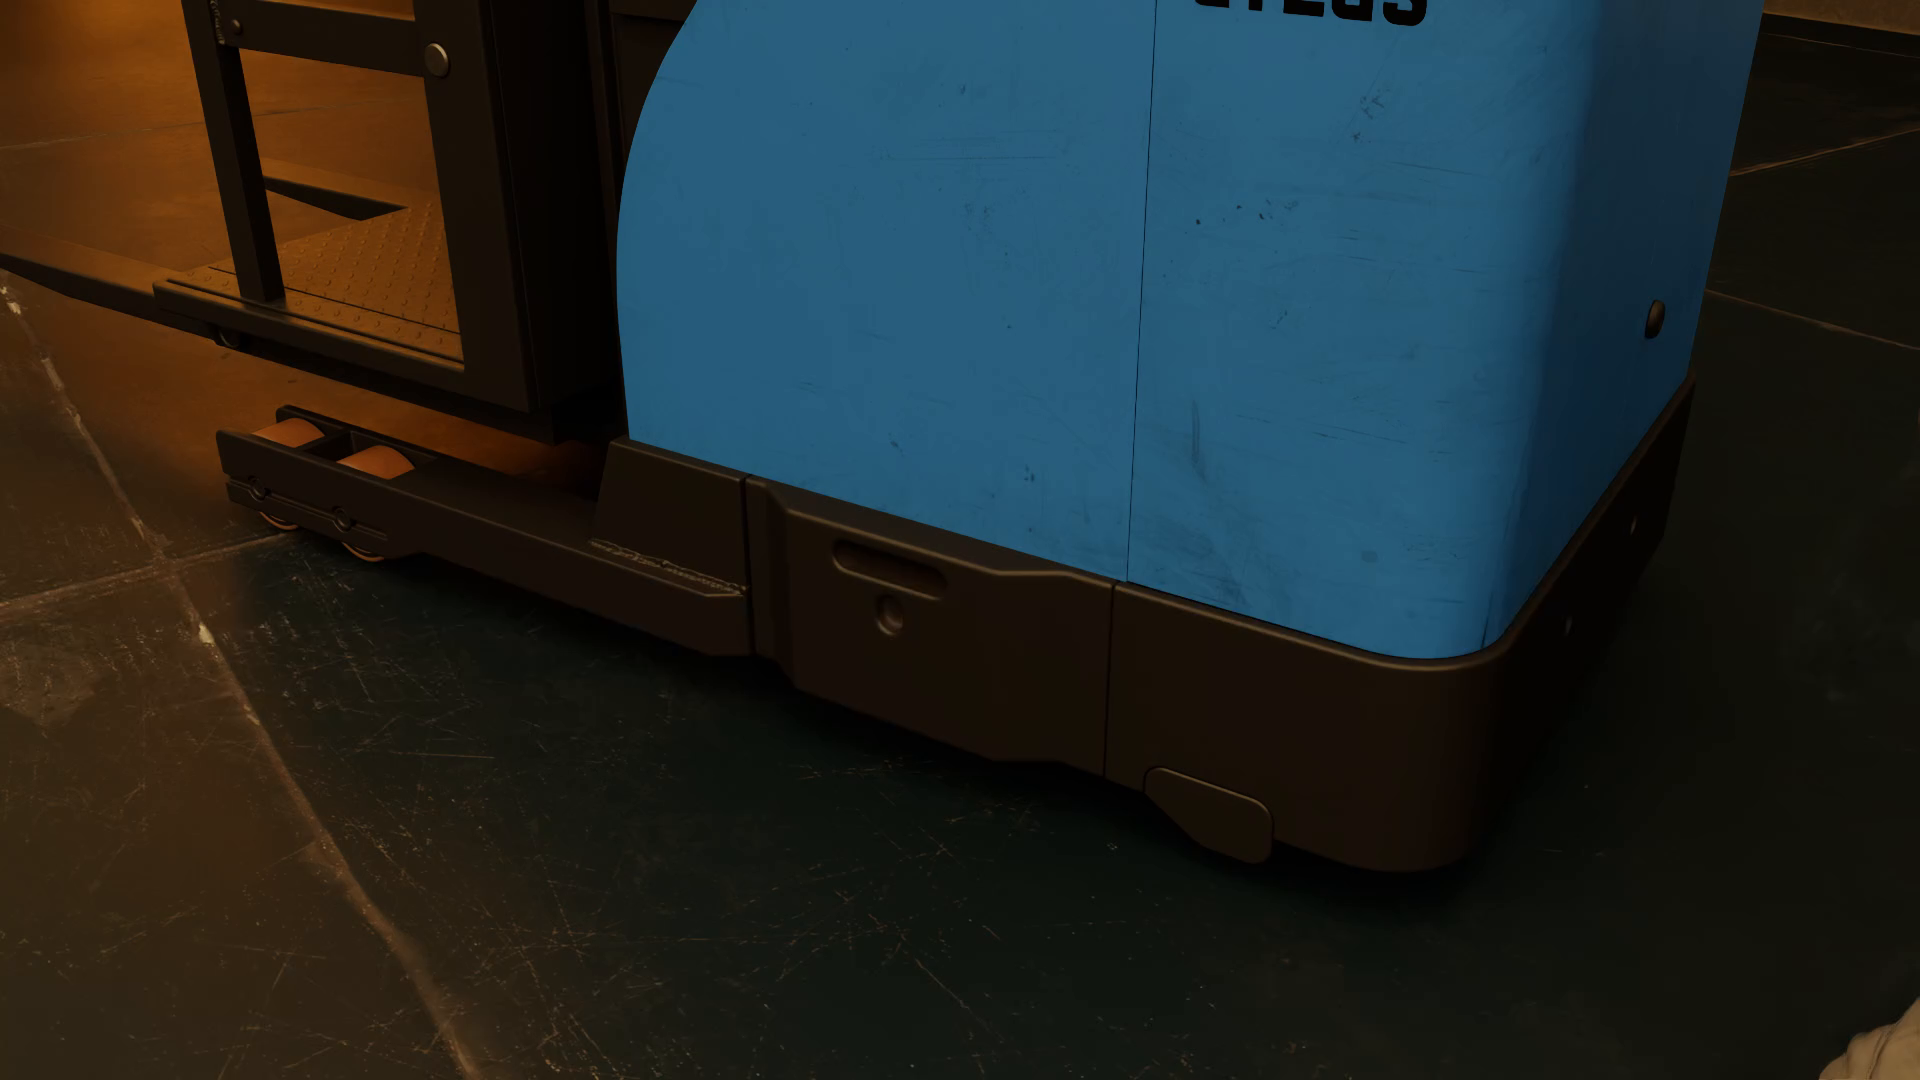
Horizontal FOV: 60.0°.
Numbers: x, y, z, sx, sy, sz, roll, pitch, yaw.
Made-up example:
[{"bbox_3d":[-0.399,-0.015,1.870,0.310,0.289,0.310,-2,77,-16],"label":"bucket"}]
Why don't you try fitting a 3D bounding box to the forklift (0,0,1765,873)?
[{"bbox_3d":[-0.511,-1.459,2.139,3.031,2.935,1.130,16,31,29],"label":"forklift"}]
